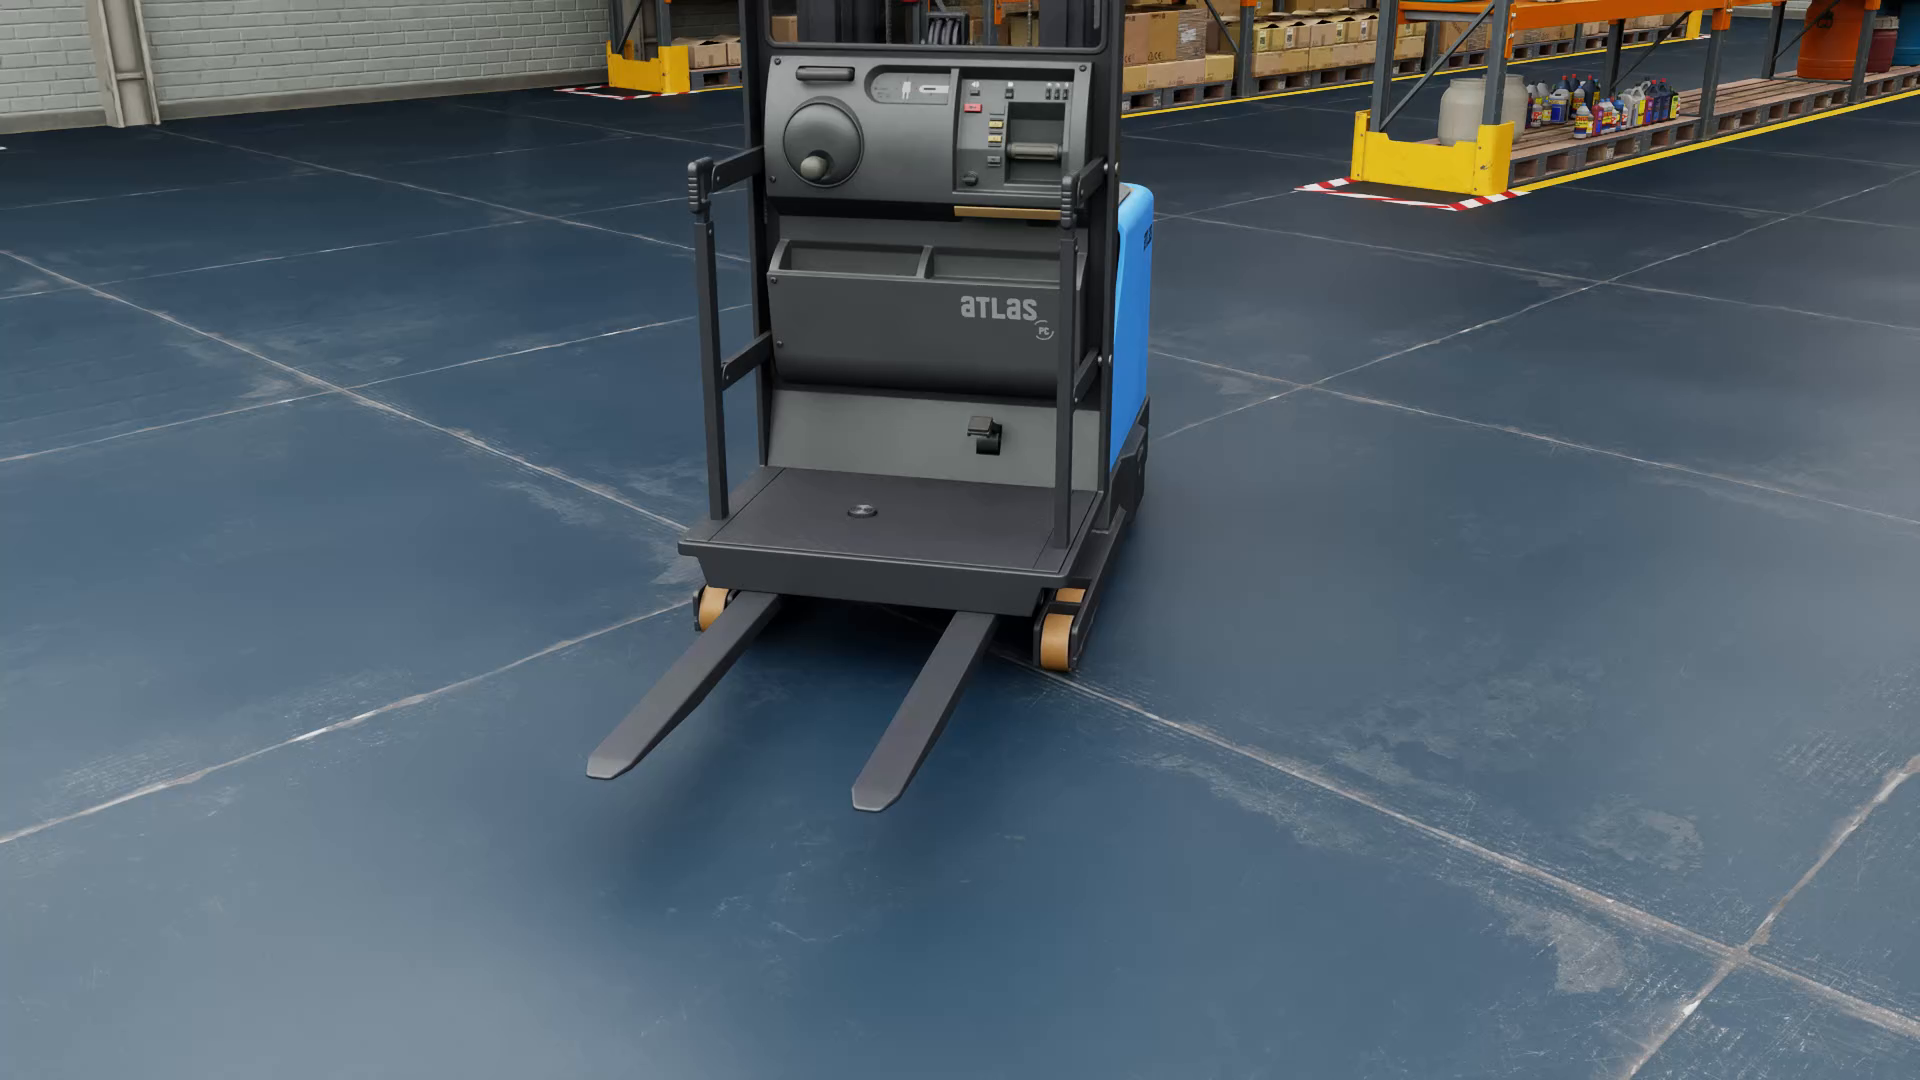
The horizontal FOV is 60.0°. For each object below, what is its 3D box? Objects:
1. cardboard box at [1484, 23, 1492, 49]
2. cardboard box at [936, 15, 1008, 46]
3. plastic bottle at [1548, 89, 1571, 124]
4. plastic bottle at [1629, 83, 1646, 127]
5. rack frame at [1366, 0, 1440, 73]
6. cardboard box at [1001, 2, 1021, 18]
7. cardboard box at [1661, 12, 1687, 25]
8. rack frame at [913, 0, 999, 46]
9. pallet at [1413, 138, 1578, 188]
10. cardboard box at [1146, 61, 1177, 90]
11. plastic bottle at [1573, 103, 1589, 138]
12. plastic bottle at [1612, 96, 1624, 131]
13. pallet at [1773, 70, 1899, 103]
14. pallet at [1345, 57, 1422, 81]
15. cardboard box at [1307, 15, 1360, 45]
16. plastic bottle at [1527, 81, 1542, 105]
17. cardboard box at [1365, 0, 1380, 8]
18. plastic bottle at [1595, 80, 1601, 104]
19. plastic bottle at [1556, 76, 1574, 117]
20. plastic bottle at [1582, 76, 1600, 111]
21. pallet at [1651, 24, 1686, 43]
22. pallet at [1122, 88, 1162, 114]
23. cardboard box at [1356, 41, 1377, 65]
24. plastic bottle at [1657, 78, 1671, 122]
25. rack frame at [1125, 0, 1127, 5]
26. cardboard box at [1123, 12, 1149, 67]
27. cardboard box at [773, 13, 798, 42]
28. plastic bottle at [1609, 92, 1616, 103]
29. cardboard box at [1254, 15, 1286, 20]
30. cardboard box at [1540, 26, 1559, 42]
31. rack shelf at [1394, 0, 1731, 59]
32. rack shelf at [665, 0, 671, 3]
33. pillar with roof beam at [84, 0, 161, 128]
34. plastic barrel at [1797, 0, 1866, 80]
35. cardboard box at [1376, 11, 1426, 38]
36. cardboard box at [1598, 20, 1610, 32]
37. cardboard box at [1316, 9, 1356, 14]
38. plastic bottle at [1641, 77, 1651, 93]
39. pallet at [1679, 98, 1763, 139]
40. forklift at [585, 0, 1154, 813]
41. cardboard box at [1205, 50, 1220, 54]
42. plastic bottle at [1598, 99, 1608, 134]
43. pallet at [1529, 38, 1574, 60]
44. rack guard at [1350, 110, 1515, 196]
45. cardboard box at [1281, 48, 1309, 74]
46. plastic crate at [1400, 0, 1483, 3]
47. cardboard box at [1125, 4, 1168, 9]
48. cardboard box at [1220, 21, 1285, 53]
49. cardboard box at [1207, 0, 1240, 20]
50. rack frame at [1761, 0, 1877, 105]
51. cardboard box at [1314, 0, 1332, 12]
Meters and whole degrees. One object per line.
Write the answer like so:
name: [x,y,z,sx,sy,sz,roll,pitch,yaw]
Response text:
cardboard box: [6.772,-6.692,21.675,0.500,0.500,0.500,19,28,40]
cardboard box: [0.115,-4.763,15.987,0.500,0.500,0.500,19,28,41]
plastic bottle: [5.126,-3.717,14.248,0.152,0.276,0.135,19,28,41]
plastic bottle: [5.689,-3.674,14.032,0.144,0.351,0.185,19,28,40]
rack frame: [5.535,-7.344,20.502,1.000,3.000,0.127,19,28,41]
cardboard box: [0.404,-7.053,22.615,0.700,0.500,0.500,20,28,41]
cardboard box: [10.913,-8.238,25.697,0.500,0.500,0.500,19,28,41]
rack frame: [-0.046,-5.288,15.151,1.000,3.000,0.127,19,28,41]
pallet: [4.090,-2.984,13.045,1.003,0.211,1.213,19,28,41]
cardboard box: [1.883,-4.796,17.120,0.500,0.250,0.500,19,28,41]
plastic bottle: [4.989,-3.367,13.343,0.097,0.271,0.097,0,21,0]
plastic bottle: [5.439,-3.533,13.775,0.097,0.271,0.097,0,21,0]
pallet: [9.601,-5.015,18.328,1.003,0.211,1.213,19,28,41]
pallet: [4.933,-5.841,20.477,1.003,0.211,1.213,19,28,41]
cardboard box: [4.283,-5.930,19.287,0.500,0.311,0.500,-19,28,-41]
plastic bottle: [4.873,-3.735,14.190,0.185,0.351,0.144,-19,28,-40]
cardboard box: [6.798,-9.335,28.580,0.700,0.500,0.500,19,28,40]
plastic bottle: [5.755,-4.035,15.081,0.097,0.271,0.097,0,21,0]
plastic bottle: [5.299,-3.892,14.599,0.144,0.351,0.185,18,27,38]
plastic bottle: [5.534,-3.905,14.631,0.144,0.351,0.185,19,28,41]
pallet: [10.507,-7.874,25.767,1.003,0.211,1.213,19,28,41]
pallet: [1.309,-4.505,17.002,1.003,0.211,1.213,19,28,41]
cardboard box: [4.633,-5.799,19.727,0.500,0.250,0.500,-19,28,-41]
plastic bottle: [6.048,-3.807,14.376,0.144,0.351,0.185,18,28,39]
rack frame: [1.983,-8.583,23.725,1.000,3.000,0.127,19,28,41]
cardboard box: [1.536,-5.018,16.650,0.500,0.500,0.500,19,28,41]
cardboard box: [-2.105,-6.043,19.987,0.700,0.500,0.500,17,27,37]
plastic bottle: [5.496,-3.629,14.007,0.061,0.283,0.133,19,28,41]
cardboard box: [3.530,-5.929,19.285,0.500,0.311,0.500,19,28,40]
cardboard box: [7.836,-7.088,22.704,0.500,0.500,0.500,19,28,41]
rack shelf: [4.896,-4.226,13.390,1.077,0.370,4.000,19,28,41]
rack shelf: [-2.203,-6.705,19.841,1.077,0.370,4.000,19,28,41]
pillar with roof beam: [-4.830,-7.104,11.514,9.100,9.000,0.400,19,28,41]
plastic barrel: [9.410,-5.417,17.926,0.600,0.830,0.708,19,28,41]
cardboard box: [5.346,-6.322,20.308,0.500,0.311,0.500,-19,28,-41]
cardboard box: [9.369,-7.534,24.331,0.380,0.166,0.250,19,28,41]
cardboard box: [4.599,-6.320,20.303,0.500,0.311,0.500,18,28,39]
plastic bottle: [5.945,-3.843,14.470,0.144,0.351,0.185,19,28,41]
pallet: [6.811,-3.985,15.649,1.003,0.211,1.213,19,28,41]
forklift: [-0.144,-1.149,4.479,1.130,2.935,3.031,5,22,12]
cardboard box: [2.826,-5.408,18.710,0.500,0.250,0.500,19,28,40]
plastic bottle: [5.228,-3.455,13.573,0.097,0.271,0.097,0,21,0]
pallet: [7.785,-6.852,23.108,1.003,0.211,1.213,19,28,41]
rack guard: [3.520,-2.912,12.453,1.175,0.500,0.348,19,28,41]
cardboard box: [3.561,-5.401,18.694,0.500,0.250,0.500,-19,28,-41]
plastic crate: [3.635,-4.181,12.480,0.499,0.251,0.616,19,28,41]
cardboard box: [1.854,-5.407,17.664,0.500,0.500,0.500,19,28,41]
cardboard box: [3.211,-5.534,18.258,0.500,0.311,0.500,19,28,41]
cardboard box: [3.795,-8.375,25.594,0.750,0.750,0.750,-19,28,-40]
rack frame: [9.081,-6.104,17.274,1.000,3.000,0.127,19,28,41]
cardboard box: [5.722,-8.936,27.540,0.700,0.500,0.500,19,28,40]
